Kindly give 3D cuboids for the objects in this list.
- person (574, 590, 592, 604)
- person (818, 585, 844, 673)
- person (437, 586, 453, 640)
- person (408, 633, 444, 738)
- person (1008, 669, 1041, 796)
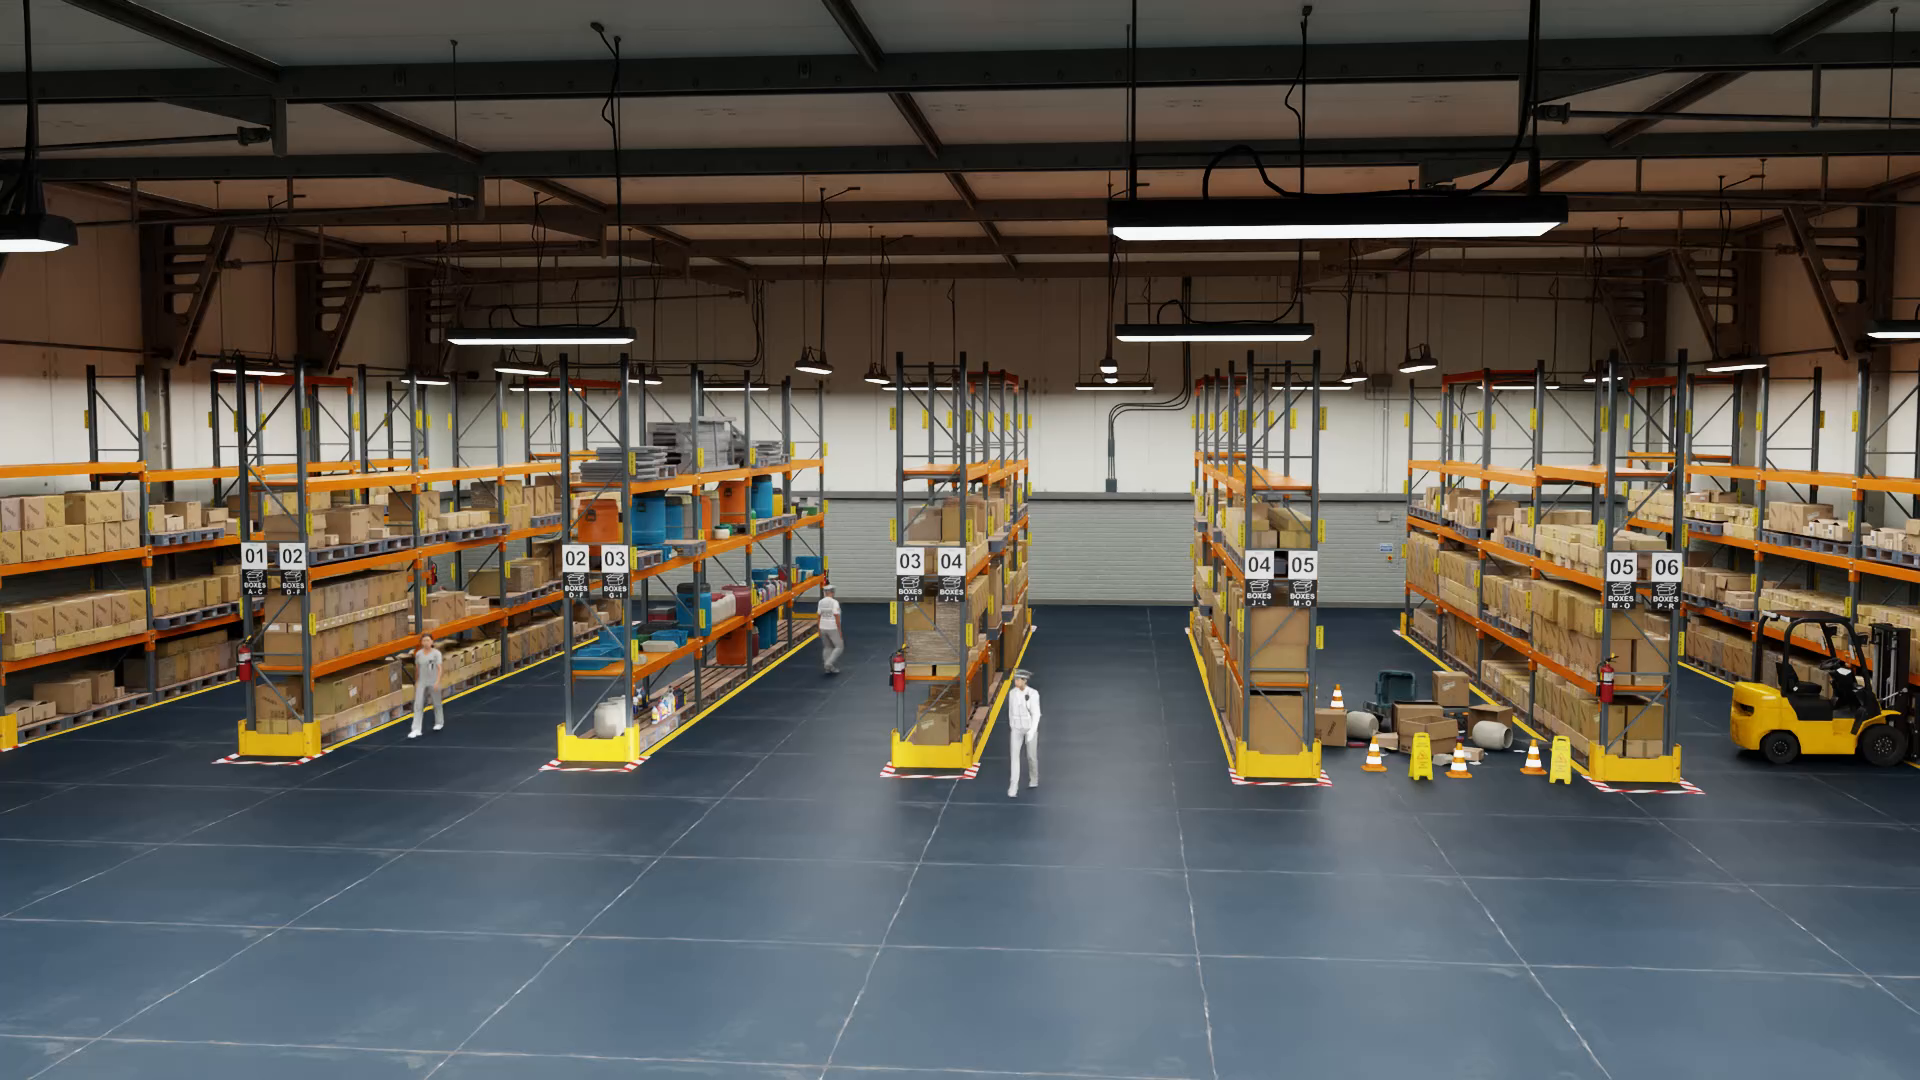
[{"bbox_3d":[-9.986,0.993,44.175,0.891,1.730,0.559,1,4,20],"label":"person"},{"bbox_3d":[-2.605,1.780,33.053,0.573,1.756,0.528,3,5,38],"label":"person"},{"bbox_3d":[-10.939,1.715,35.381,0.488,1.511,0.782,1,4,15],"label":"person"},{"bbox_3d":[-8.491,2.286,26.484,0.492,1.600,1.044,0,4,-4],"label":"person"},{"bbox_3d":[0.840,2.564,22.467,0.512,1.642,0.865,2,4,21],"label":"person"}]
